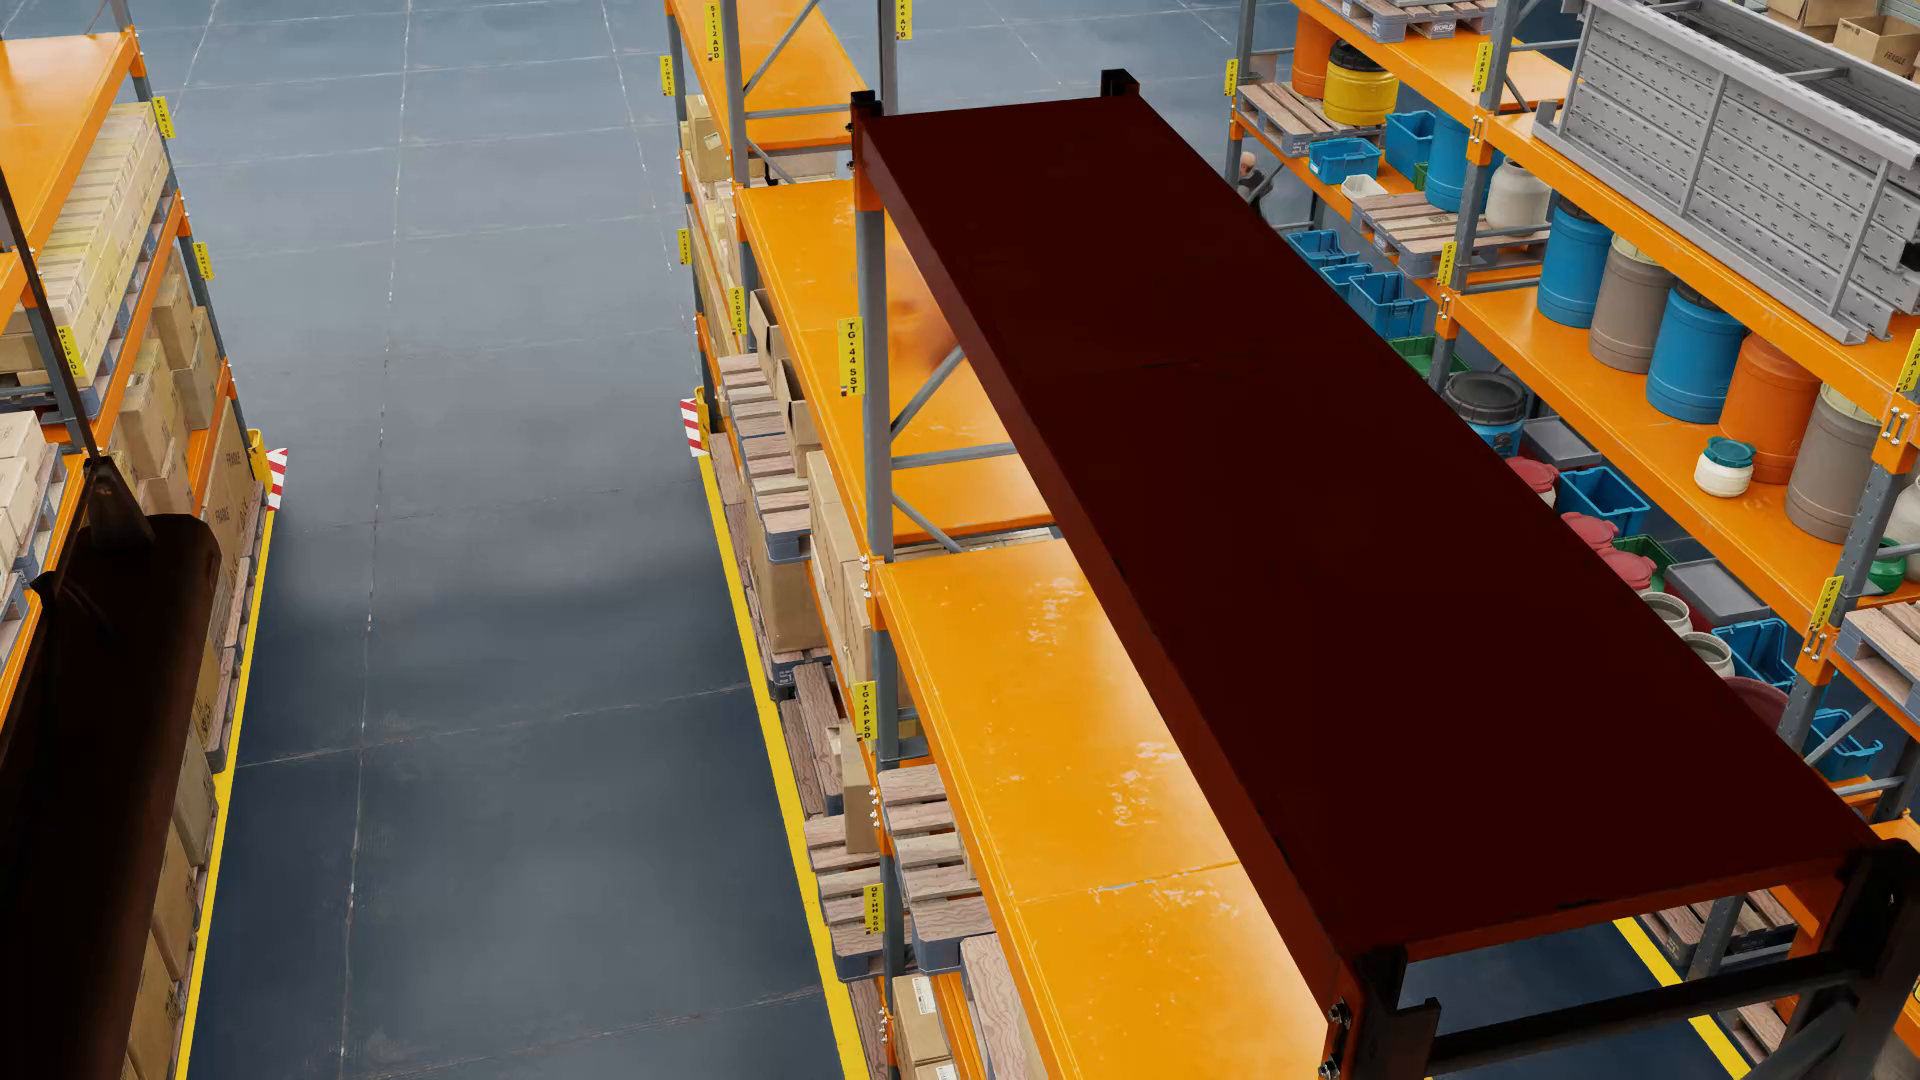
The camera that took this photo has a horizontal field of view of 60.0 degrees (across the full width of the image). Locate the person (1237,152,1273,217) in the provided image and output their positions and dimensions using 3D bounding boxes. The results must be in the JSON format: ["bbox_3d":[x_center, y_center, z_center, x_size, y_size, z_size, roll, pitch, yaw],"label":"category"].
[{"bbox_3d":[2.959,-3.216,17.301,0.911,1.722,0.676,13,36,18],"label":"person"}]
